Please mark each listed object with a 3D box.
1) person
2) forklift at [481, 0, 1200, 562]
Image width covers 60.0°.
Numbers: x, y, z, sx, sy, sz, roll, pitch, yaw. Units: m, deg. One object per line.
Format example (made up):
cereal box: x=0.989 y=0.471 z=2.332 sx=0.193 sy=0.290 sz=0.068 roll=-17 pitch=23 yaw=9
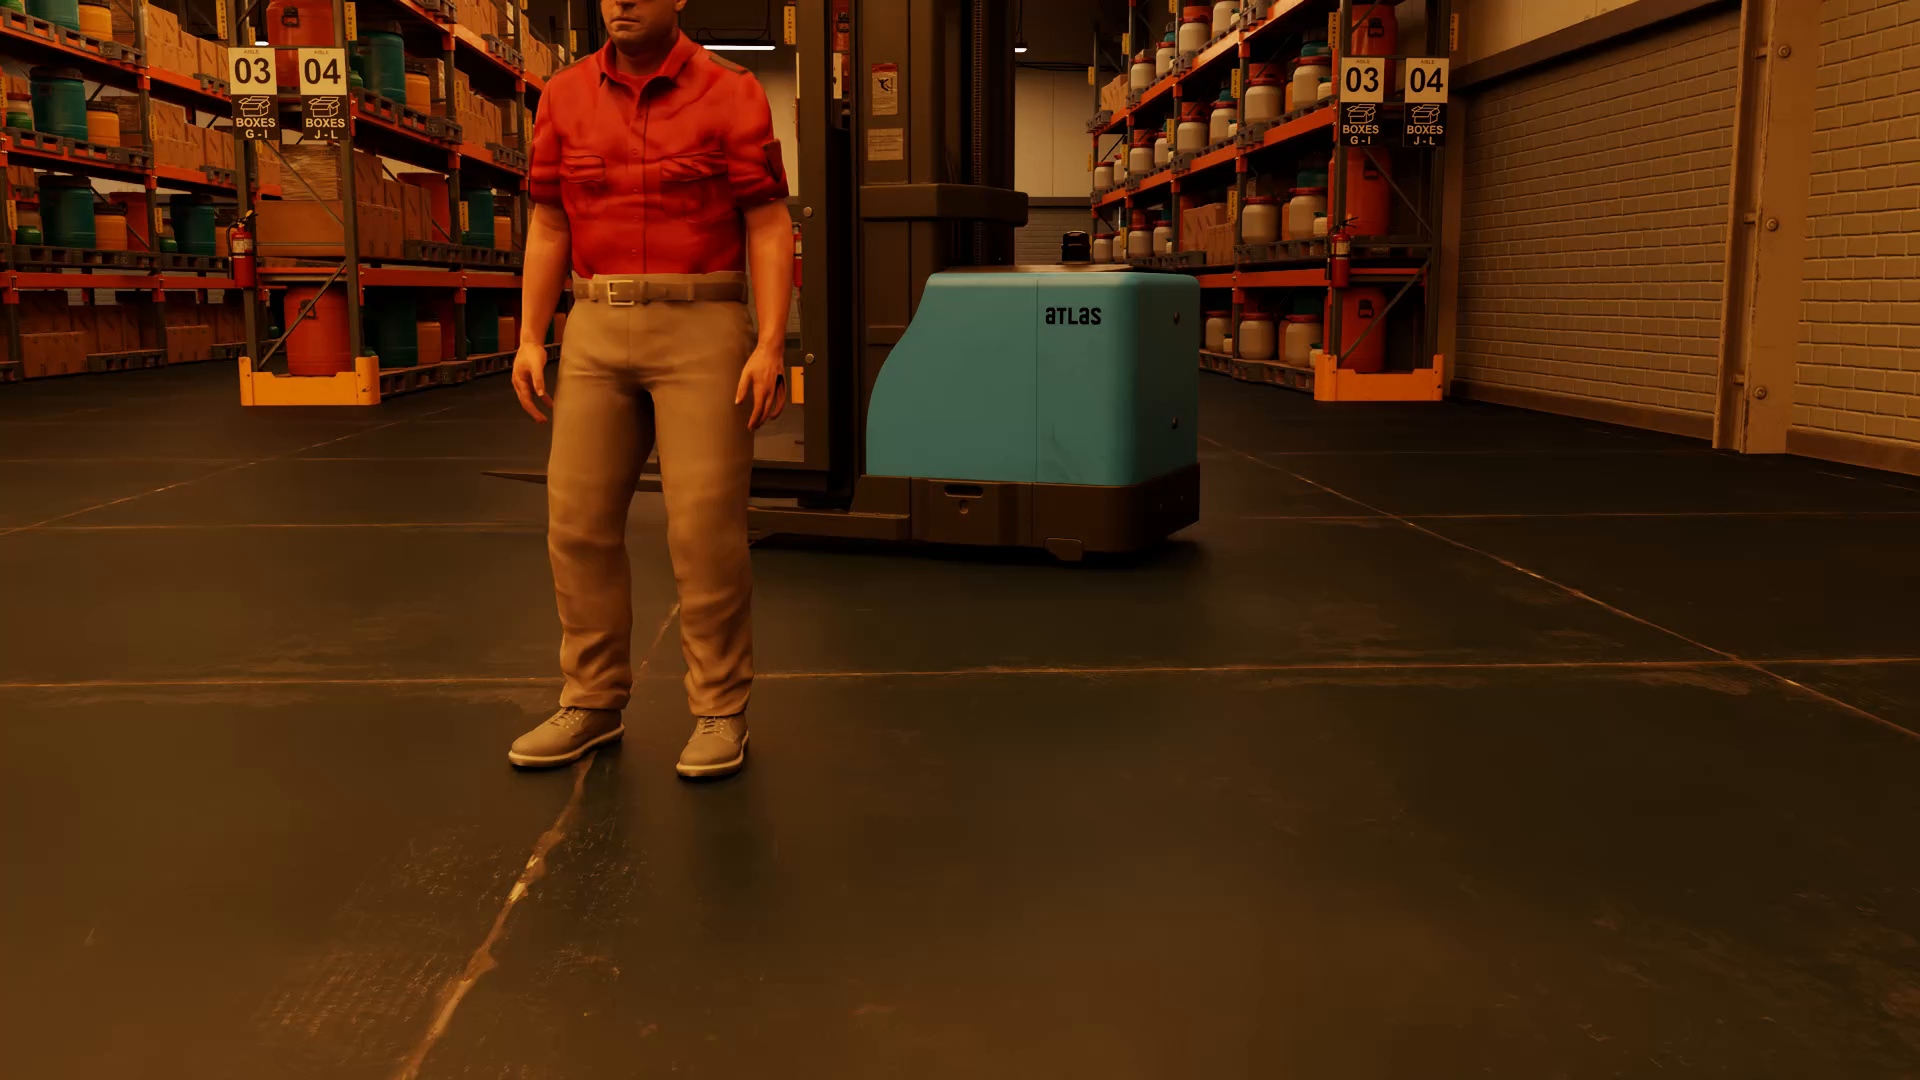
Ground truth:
person: x=-0.648 y=-0.384 z=3.512 sx=0.599 sy=1.727 sz=0.388 roll=2 pitch=9 yaw=11
forklift: x=-0.579 y=-1.486 z=6.835 sx=3.031 sy=2.935 sz=1.130 roll=4 pitch=9 yaw=23
